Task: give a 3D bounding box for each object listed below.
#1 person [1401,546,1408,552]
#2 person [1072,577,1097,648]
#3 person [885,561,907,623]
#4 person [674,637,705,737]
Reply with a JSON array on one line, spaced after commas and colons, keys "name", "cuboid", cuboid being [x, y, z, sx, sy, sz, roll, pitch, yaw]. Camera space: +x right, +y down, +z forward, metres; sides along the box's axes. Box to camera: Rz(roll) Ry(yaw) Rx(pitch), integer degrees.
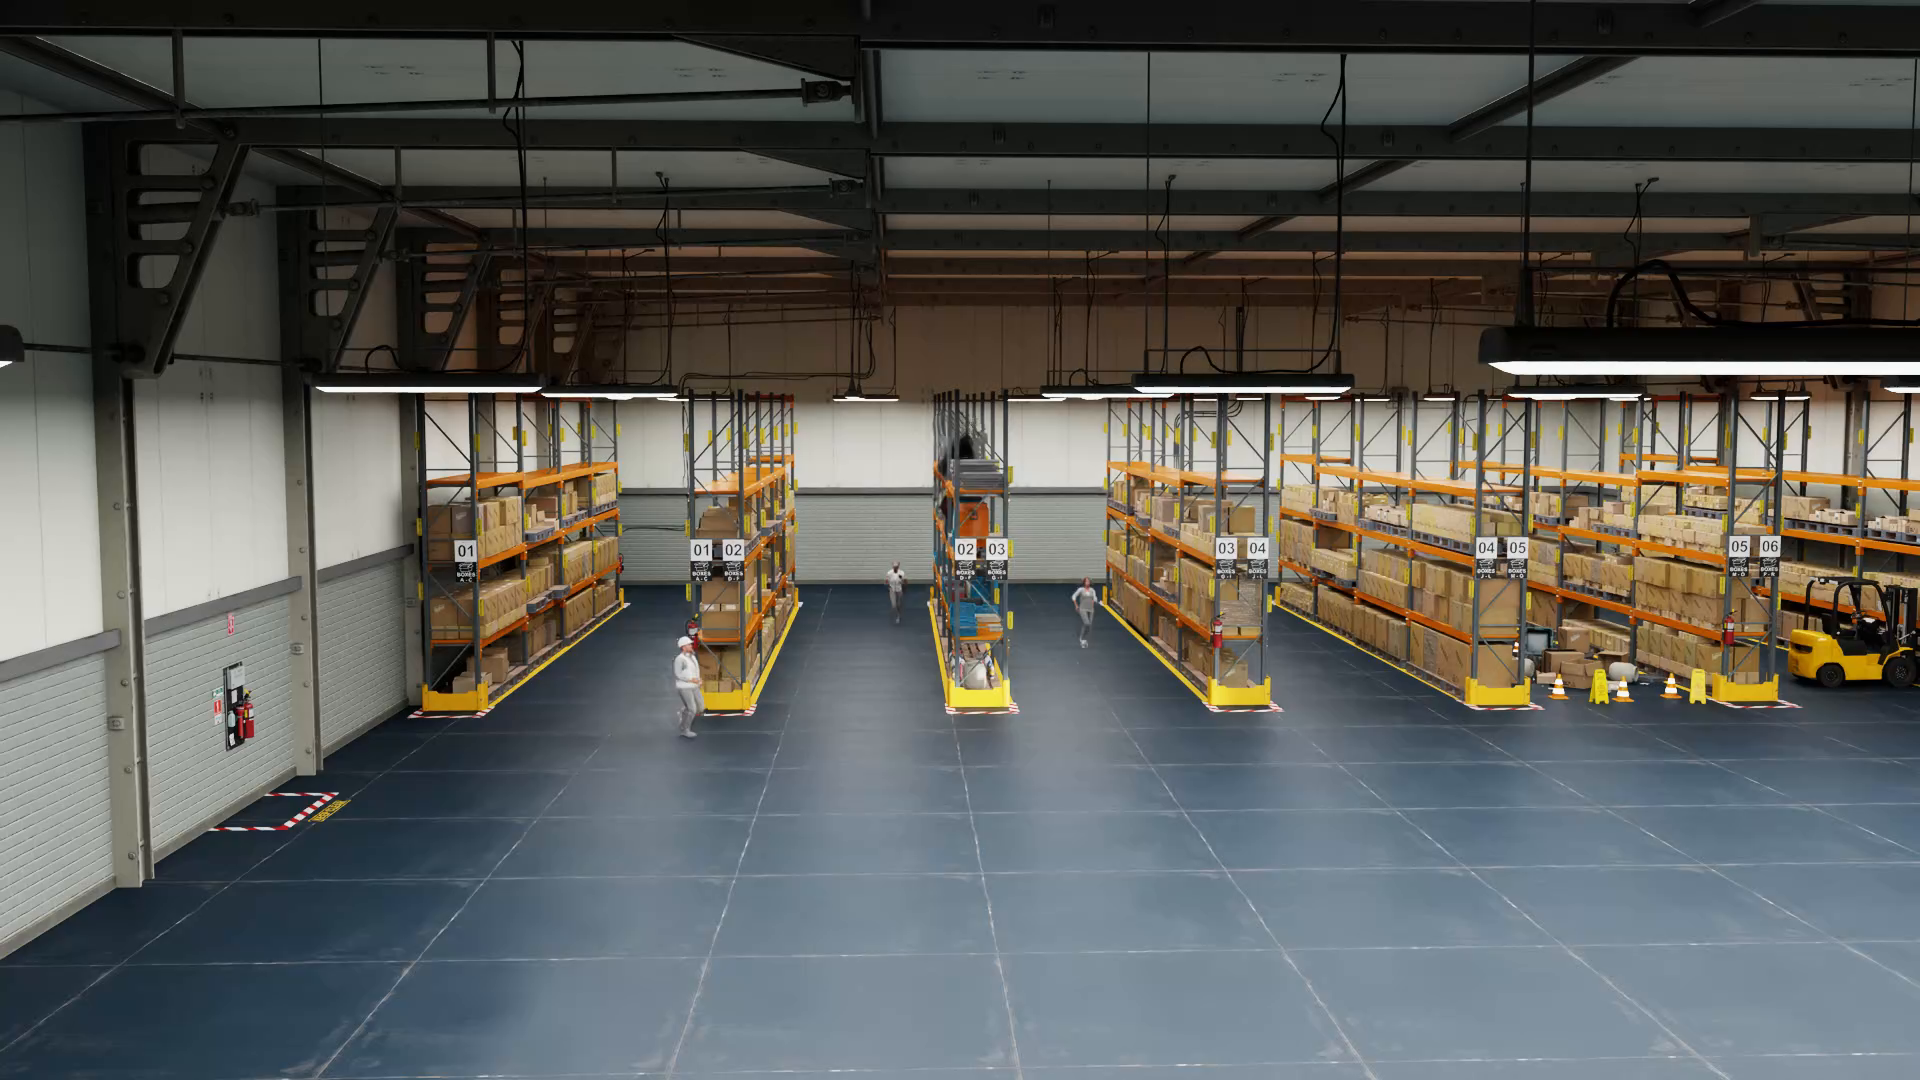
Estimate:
[{"name": "person", "cuboid": [13.299, 0.791, 49.658, 0.776, 1.709, 0.741, -1, 5, -10]}, {"name": "person", "cuboid": [2.858, 1.634, 37.647, 0.505, 1.590, 0.661, -2, 5, -19]}, {"name": "person", "cuboid": [-1.681, 1.354, 43.805, 0.558, 1.639, 0.718, 0, 5, 4]}, {"name": "person", "cuboid": [-4.662, 2.529, 28.683, 0.539, 1.729, 0.659, 2, 5, 20]}]
